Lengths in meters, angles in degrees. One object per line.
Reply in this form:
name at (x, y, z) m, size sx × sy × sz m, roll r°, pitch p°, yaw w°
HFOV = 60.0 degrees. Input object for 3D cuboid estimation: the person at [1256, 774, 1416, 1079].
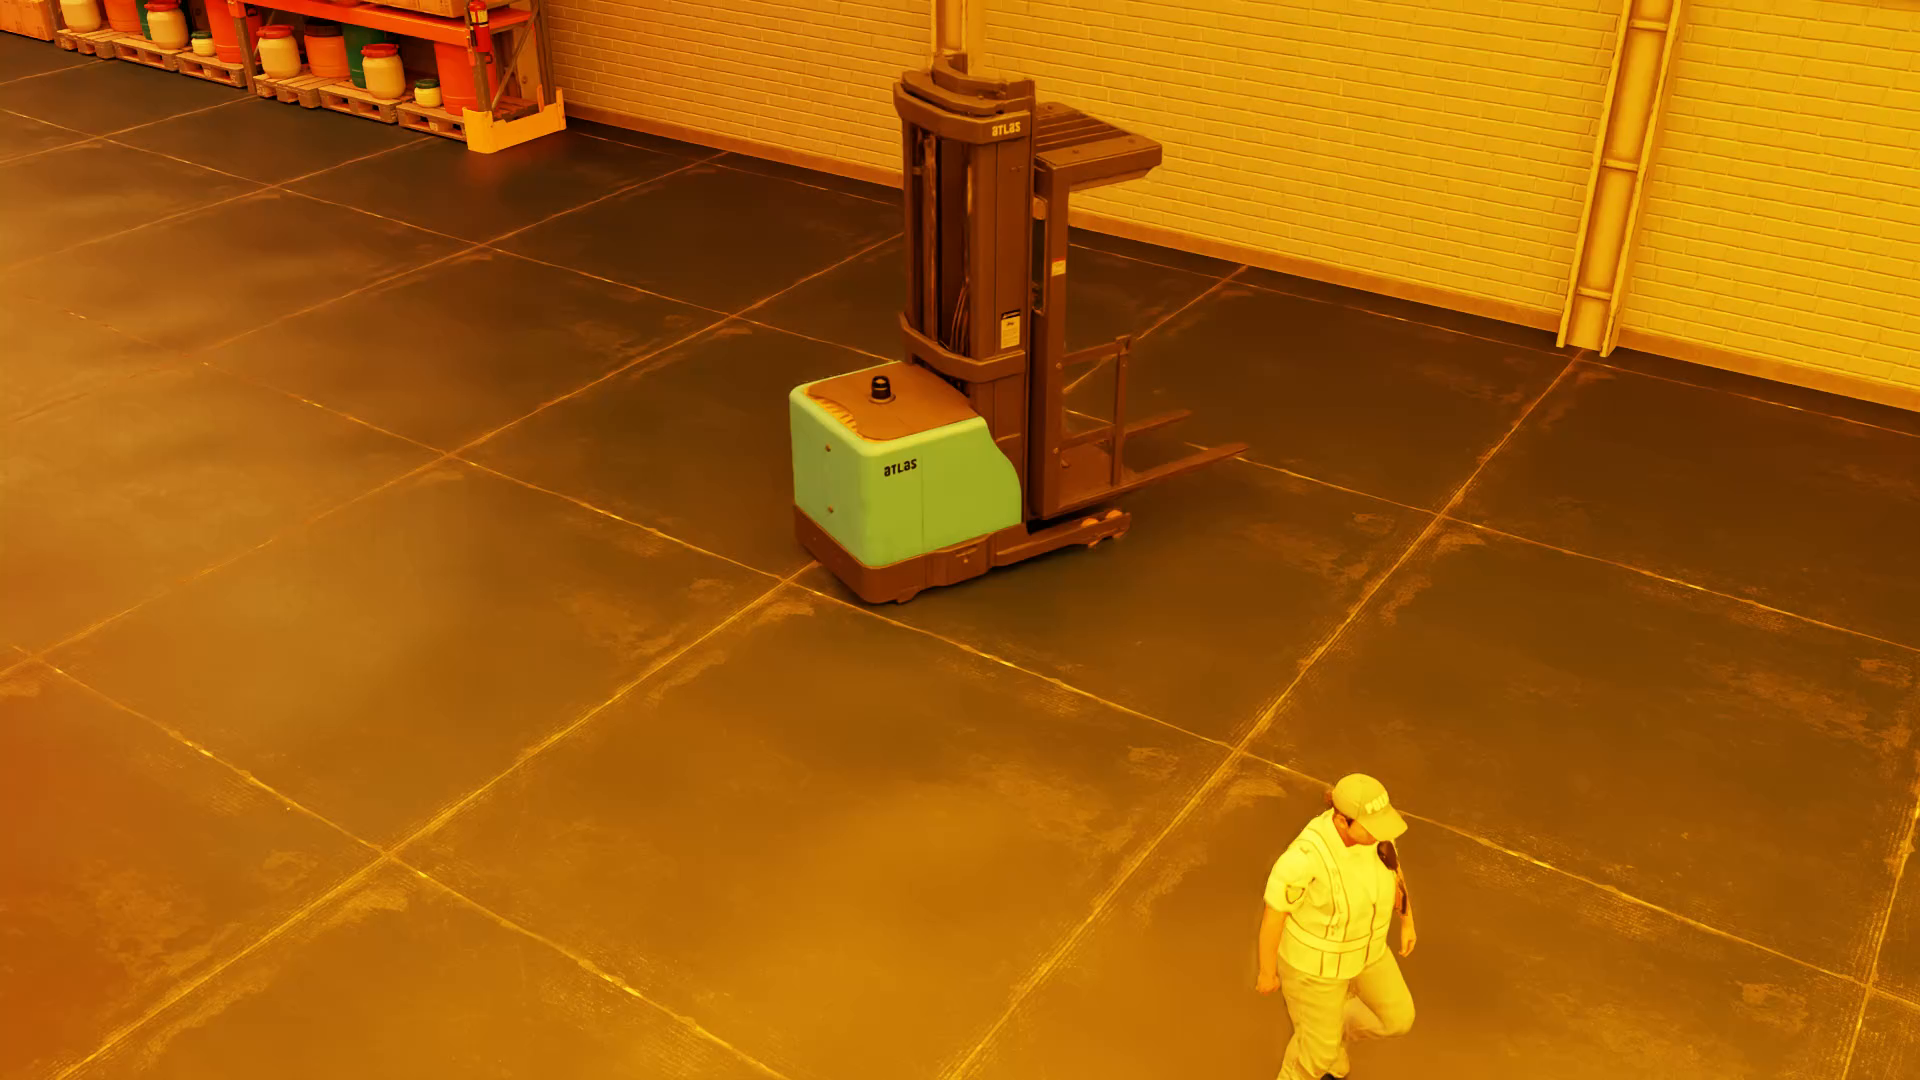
person at (1.425, 1.544, 6.209) m, size 0.636 × 1.645 × 0.463 m, roll -21°, pitch 36°, yaw -32°

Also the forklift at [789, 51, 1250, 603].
forklift at (0.482, -1.441, 10.063) m, size 3.031 × 2.935 × 1.130 m, roll -17°, pitch 34°, yaw -27°
